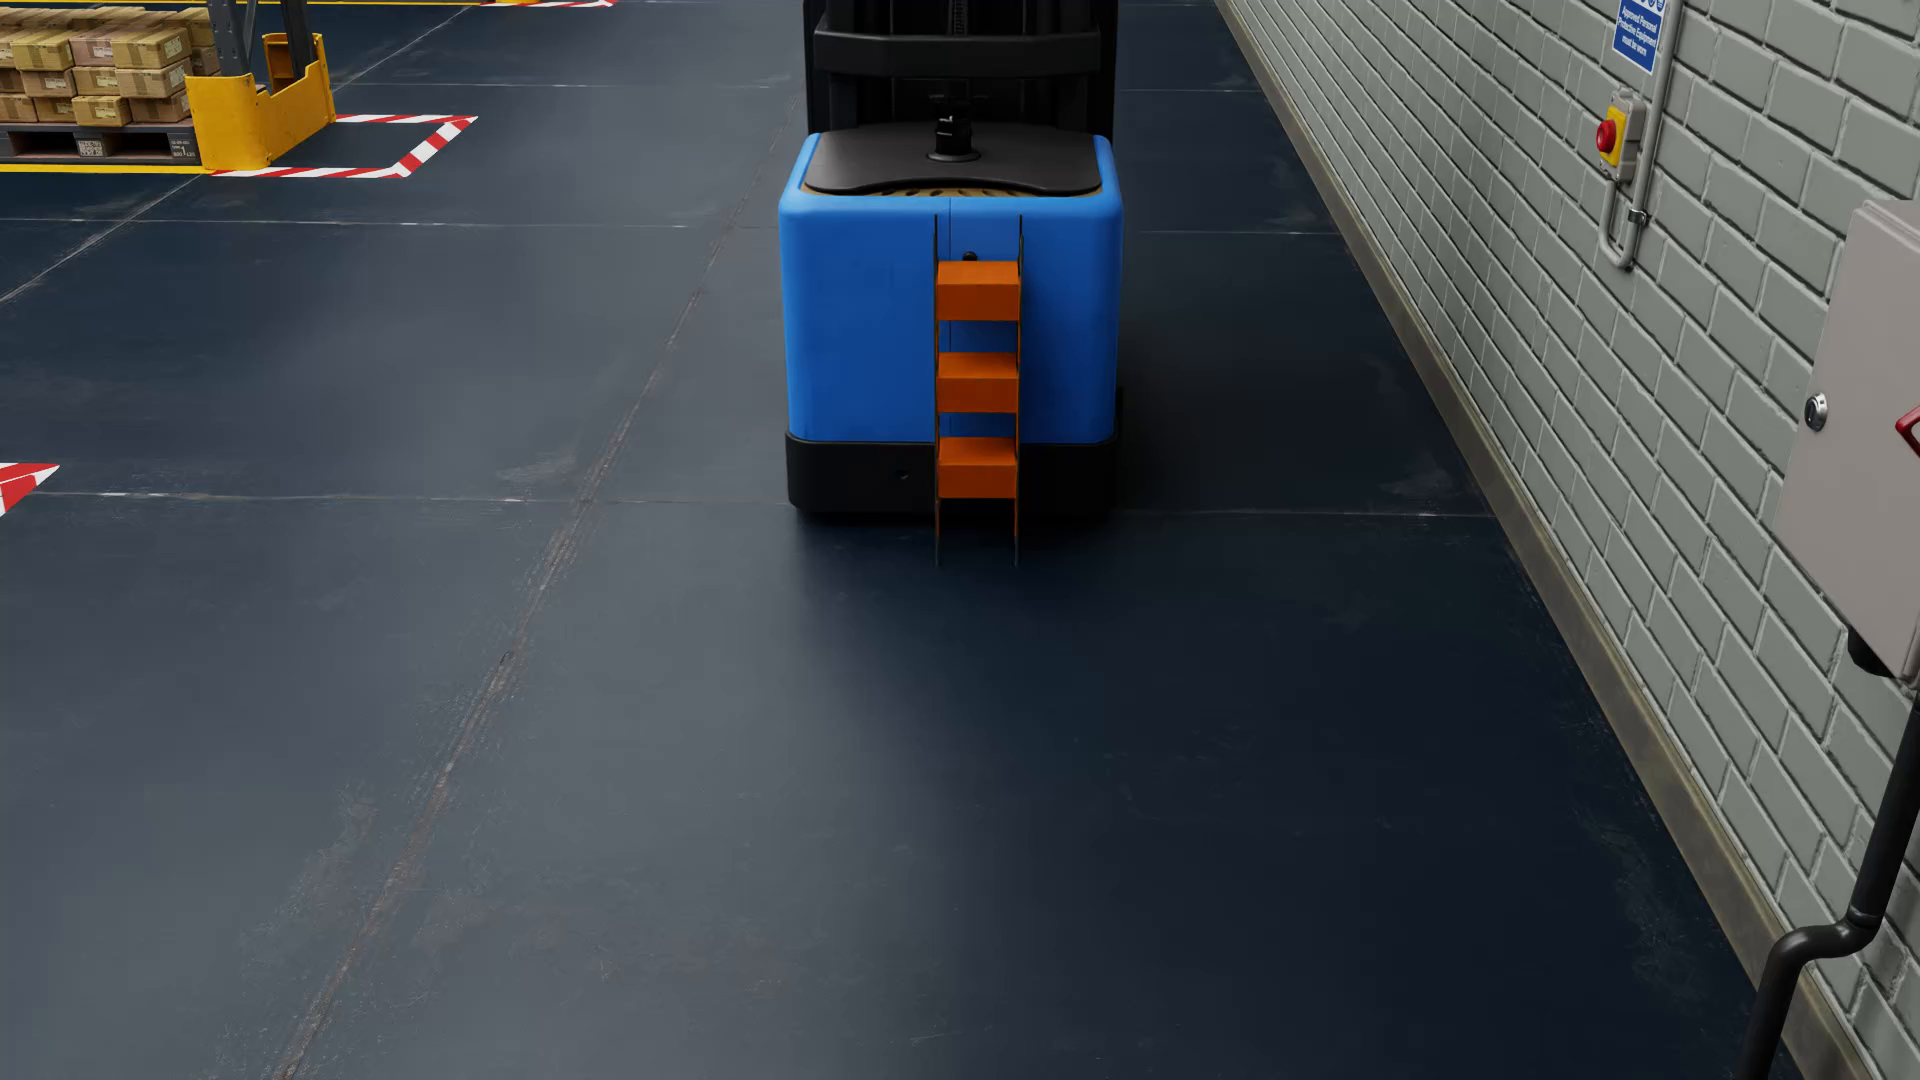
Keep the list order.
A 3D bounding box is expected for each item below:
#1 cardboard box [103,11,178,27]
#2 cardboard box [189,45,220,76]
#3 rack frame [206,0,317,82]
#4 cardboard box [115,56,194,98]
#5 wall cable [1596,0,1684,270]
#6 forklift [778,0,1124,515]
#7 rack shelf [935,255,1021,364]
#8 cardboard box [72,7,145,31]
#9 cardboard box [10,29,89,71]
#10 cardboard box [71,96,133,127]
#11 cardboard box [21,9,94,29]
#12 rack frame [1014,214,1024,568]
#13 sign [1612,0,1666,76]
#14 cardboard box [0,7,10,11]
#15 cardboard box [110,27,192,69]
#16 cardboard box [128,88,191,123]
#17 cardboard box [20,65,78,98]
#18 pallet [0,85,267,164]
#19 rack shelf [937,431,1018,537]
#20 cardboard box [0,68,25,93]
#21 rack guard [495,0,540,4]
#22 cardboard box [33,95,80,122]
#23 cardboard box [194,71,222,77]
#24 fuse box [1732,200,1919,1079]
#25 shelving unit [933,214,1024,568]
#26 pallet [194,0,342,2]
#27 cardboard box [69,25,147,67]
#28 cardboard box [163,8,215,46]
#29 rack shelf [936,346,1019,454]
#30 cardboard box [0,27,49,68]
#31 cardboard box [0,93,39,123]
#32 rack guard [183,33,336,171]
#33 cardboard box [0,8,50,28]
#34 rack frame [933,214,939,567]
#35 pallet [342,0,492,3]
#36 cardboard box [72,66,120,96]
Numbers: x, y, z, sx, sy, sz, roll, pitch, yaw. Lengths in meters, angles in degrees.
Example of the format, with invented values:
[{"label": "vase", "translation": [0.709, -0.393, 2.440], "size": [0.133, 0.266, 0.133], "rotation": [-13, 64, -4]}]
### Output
[{"label": "cardboard box", "translation": [-4.662, -2.910, 9.497], "size": [0.250, 0.149, 0.380], "rotation": [1, 28, 3]}, {"label": "cardboard box", "translation": [-4.385, -2.792, 9.591], "size": [0.250, 0.149, 0.380], "rotation": [2, 28, 4]}, {"label": "rack frame", "translation": [-3.870, -3.605, 8.849], "size": [0.127, 3.000, 1.000], "rotation": [1, 28, 2]}, {"label": "cardboard box", "translation": [-4.408, -2.538, 9.113], "size": [0.250, 0.149, 0.380], "rotation": [0, 28, 0]}, {"label": "wall cable", "translation": [1.692, -1.667, 4.074], "size": [0.123, 1.953, 0.585], "rotation": [1, 28, 2]}, {"label": "forklift", "translation": [0.008, -2.024, 5.938], "size": [1.130, 2.935, 3.031], "rotation": [1, 28, 1]}, {"label": "rack shelf", "translation": [0.052, -0.667, 4.805], "size": [0.240, 0.259, 0.215], "rotation": [0, 28, 0]}, {"label": "cardboard box", "translation": [-4.909, -2.974, 9.618], "size": [0.250, 0.149, 0.380], "rotation": [1, 28, 2]}, {"label": "cardboard box", "translation": [-4.921, -2.660, 9.026], "size": [0.250, 0.149, 0.380], "rotation": [0, 28, 1]}, {"label": "cardboard box", "translation": [-4.664, -2.399, 9.169], "size": [0.250, 0.149, 0.380], "rotation": [2, 28, 3]}, {"label": "cardboard box", "translation": [-5.160, -2.940, 9.553], "size": [0.250, 0.149, 0.380], "rotation": [0, 28, -1]}, {"label": "rack frame", "translation": [0.174, -0.426, 4.932], "size": [0.008, 1.050, 0.200], "rotation": [0, 28, 0]}, {"label": "sign", "translation": [1.755, -1.345, 4.297], "size": [0.001, 0.218, 0.327], "rotation": [1, 28, 2]}, {"label": "cardboard box", "translation": [-5.698, -2.974, 9.619], "size": [0.250, 0.149, 0.380], "rotation": [1, 28, 3]}, {"label": "cardboard box", "translation": [-4.408, -2.684, 9.071], "size": [0.250, 0.149, 0.380], "rotation": [1, 28, 2]}, {"label": "cardboard box", "translation": [-4.404, -2.442, 9.250], "size": [0.250, 0.149, 0.380], "rotation": [1, 28, 3]}, {"label": "cardboard box", "translation": [-4.927, -2.546, 9.127], "size": [0.250, 0.149, 0.380], "rotation": [0, 28, 0]}, {"label": "pallet", "translation": [-4.757, -2.405, 9.561], "size": [1.213, 0.211, 1.003], "rotation": [1, 28, 2]}, {"label": "rack shelf", "translation": [0.052, -0.171, 5.068], "size": [0.240, 0.259, 0.215], "rotation": [0, 28, 0]}, {"label": "cardboard box", "translation": [-5.192, -2.598, 9.227], "size": [0.250, 0.149, 0.380], "rotation": [1, 28, 1]}, {"label": "rack guard", "translation": [-3.570, -4.821, 13.810], "size": [0.348, 0.500, 1.175], "rotation": [1, 28, 2]}, {"label": "cardboard box", "translation": [-4.925, -2.444, 9.253], "size": [0.250, 0.149, 0.380], "rotation": [1, 28, 2]}, {"label": "cardboard box", "translation": [-4.383, -2.690, 9.717], "size": [0.250, 0.149, 0.380], "rotation": [2, 28, 3]}, {"label": "fuse box", "translation": [1.472, 0.346, 2.771], "size": [0.414, 1.711, 0.539], "rotation": [1, 28, 2]}, {"label": "shelving unit", "translation": [0.052, -0.426, 4.933], "size": [0.252, 1.050, 0.215], "rotation": [0, 28, 0]}, {"label": "pallet", "translation": [-5.612, -4.691, 13.875], "size": [1.213, 0.211, 1.003], "rotation": [1, 28, 2]}, {"label": "cardboard box", "translation": [-4.658, -2.715, 9.130], "size": [0.250, 0.149, 0.380], "rotation": [1, 28, 3]}, {"label": "cardboard box", "translation": [-4.382, -2.962, 9.595], "size": [0.250, 0.149, 0.380], "rotation": [0, 28, -1]}, {"label": "rack shelf", "translation": [0.052, -0.417, 4.938], "size": [0.240, 0.259, 0.215], "rotation": [0, 28, 0]}, {"label": "cardboard box", "translation": [-5.177, -2.694, 9.090], "size": [0.250, 0.149, 0.380], "rotation": [0, 28, 0]}, {"label": "cardboard box", "translation": [-5.173, -2.442, 9.249], "size": [0.250, 0.149, 0.380], "rotation": [1, 28, 2]}, {"label": "rack guard", "translation": [-3.946, -2.502, 9.437], "size": [0.348, 0.500, 1.175], "rotation": [1, 28, 2]}, {"label": "cardboard box", "translation": [-5.437, -2.949, 9.570], "size": [0.250, 0.149, 0.380], "rotation": [2, 28, 4]}, {"label": "rack frame", "translation": [-0.070, -0.427, 4.934], "size": [0.008, 1.050, 0.200], "rotation": [0, 28, 0]}, {"label": "pallet", "translation": [-4.396, -4.670, 13.834], "size": [1.213, 0.211, 1.003], "rotation": [1, 28, 2]}, {"label": "cardboard box", "translation": [-4.667, -2.567, 9.169], "size": [0.250, 0.149, 0.380], "rotation": [0, 28, 1]}]
